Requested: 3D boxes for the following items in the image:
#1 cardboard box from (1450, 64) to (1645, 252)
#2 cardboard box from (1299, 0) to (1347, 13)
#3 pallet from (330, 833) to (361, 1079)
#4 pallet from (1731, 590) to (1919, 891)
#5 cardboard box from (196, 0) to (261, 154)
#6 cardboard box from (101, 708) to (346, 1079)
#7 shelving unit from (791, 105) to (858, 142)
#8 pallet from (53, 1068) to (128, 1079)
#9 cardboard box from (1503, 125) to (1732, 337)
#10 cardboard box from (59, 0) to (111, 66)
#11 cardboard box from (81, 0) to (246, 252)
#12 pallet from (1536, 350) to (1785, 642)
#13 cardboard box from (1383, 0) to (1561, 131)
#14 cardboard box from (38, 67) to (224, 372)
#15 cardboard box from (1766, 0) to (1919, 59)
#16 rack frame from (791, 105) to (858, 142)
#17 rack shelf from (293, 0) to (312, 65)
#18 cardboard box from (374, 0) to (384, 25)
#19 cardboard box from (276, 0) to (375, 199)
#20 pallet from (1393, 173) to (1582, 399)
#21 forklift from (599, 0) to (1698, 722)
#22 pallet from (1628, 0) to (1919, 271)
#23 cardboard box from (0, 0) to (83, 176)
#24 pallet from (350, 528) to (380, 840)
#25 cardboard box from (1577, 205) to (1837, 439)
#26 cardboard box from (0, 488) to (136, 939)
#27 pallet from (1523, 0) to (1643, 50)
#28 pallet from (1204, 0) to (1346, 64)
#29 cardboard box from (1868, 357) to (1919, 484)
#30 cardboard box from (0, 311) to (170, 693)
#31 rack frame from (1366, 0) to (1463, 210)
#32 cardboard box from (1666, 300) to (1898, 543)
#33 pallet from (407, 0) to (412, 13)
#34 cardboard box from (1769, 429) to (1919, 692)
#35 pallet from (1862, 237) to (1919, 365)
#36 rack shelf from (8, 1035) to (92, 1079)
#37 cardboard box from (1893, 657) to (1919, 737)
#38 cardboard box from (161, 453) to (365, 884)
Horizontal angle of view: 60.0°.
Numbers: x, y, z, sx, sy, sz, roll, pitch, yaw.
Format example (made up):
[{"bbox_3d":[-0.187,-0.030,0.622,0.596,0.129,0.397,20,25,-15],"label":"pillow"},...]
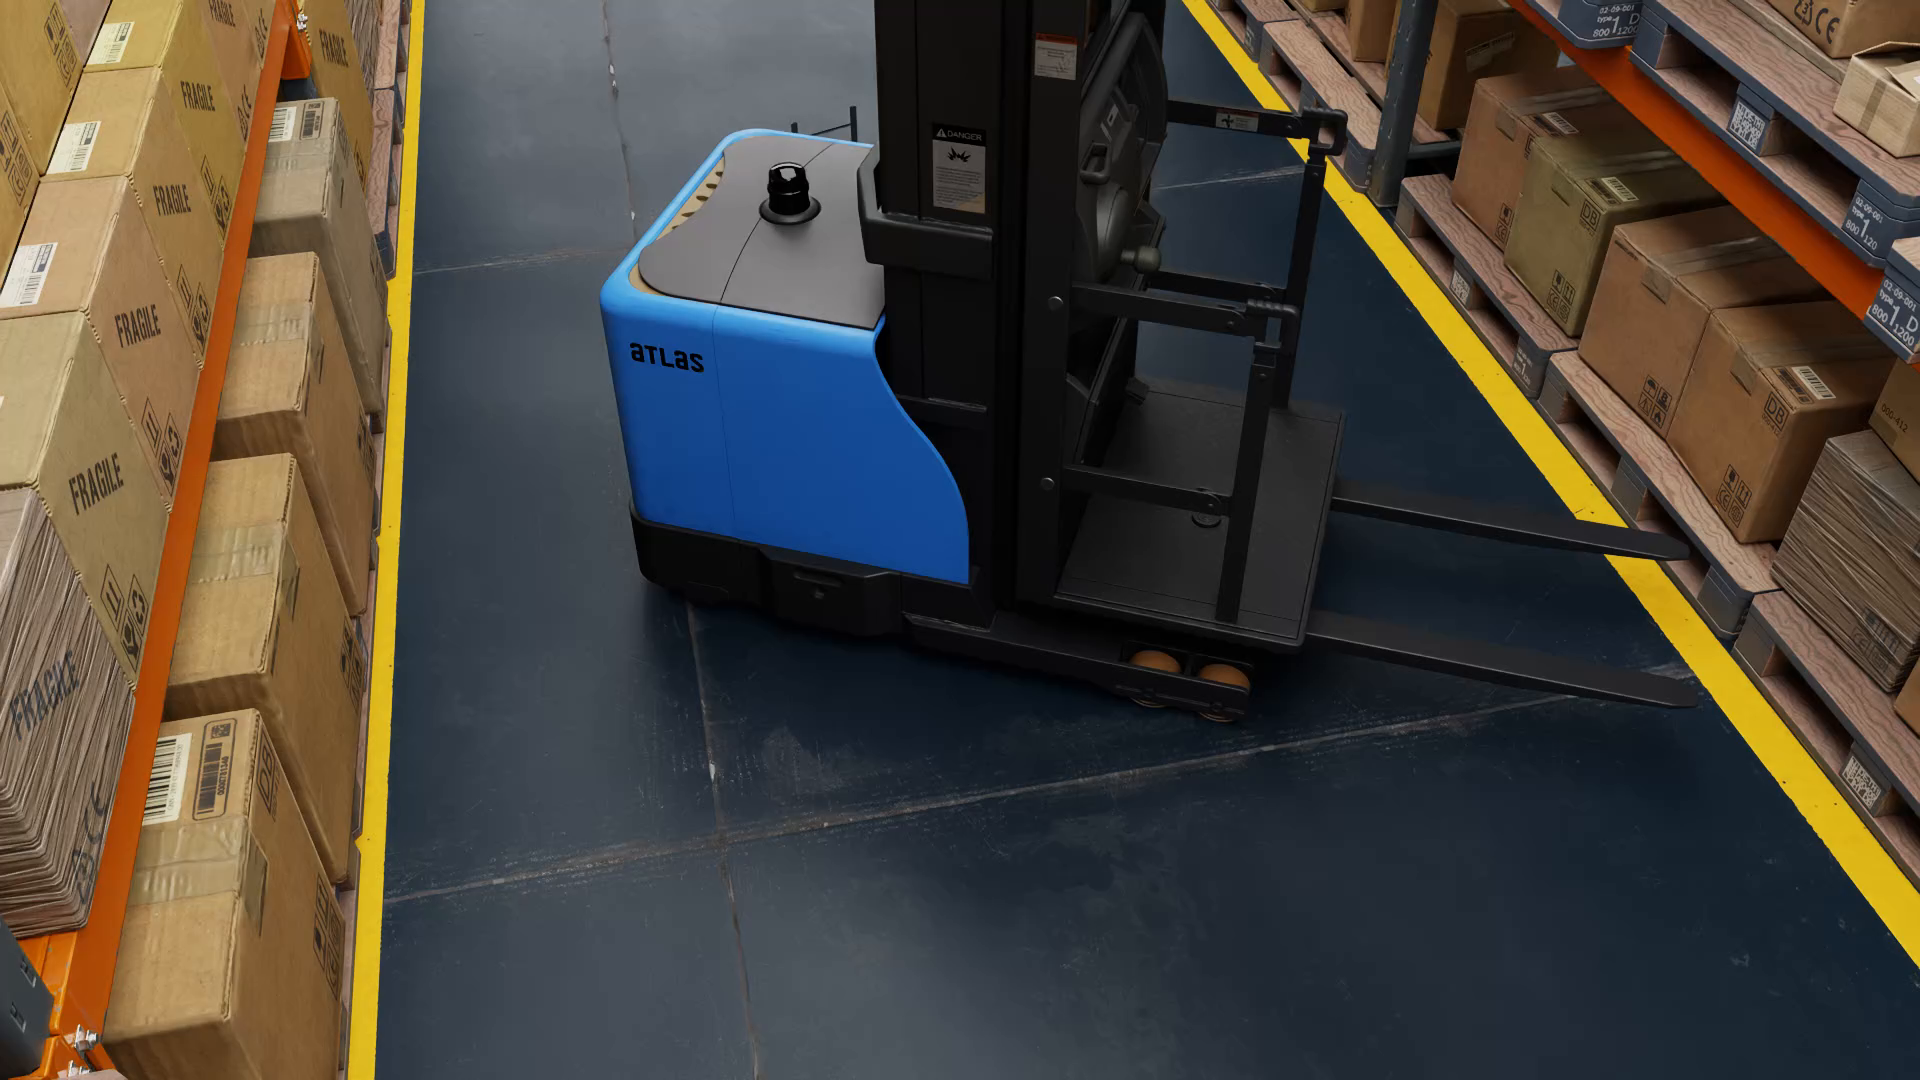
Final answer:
[{"bbox_3d":[2.286,-1.403,6.123,0.700,0.500,0.500,-11,43,-13],"label":"cardboard box"},{"bbox_3d":[1.785,-2.823,7.738,0.500,0.500,0.500,-12,43,-13],"label":"cardboard box"},{"bbox_3d":[-1.924,1.184,3.757,1.003,0.211,1.213,-8,42,-9],"label":"pallet"},{"bbox_3d":[10.684,1.291,3.636,15.783,0.211,6.755,-8,42,-9],"label":"pallet"},{"bbox_3d":[-2.208,-1.340,4.424,0.500,0.500,0.500,-9,42,-10],"label":"cardboard box"},{"bbox_3d":[-0.293,-1.175,5.324,5.455,1.239,5.693,-9,42,-10],"label":"cardboard box"},{"bbox_3d":[-6.681,-2.507,5.669,9.927,3.194,8.476,-22,46,-23],"label":"shelving unit"},{"bbox_3d":[-1.569,1.182,1.804,1.213,0.211,1.003,-8,42,-9],"label":"pallet"},{"bbox_3d":[2.370,-1.092,5.772,0.700,0.500,0.500,-9,42,-10],"label":"cardboard box"},{"bbox_3d":[-2.356,-1.359,3.693,0.700,0.500,0.500,-8,42,-9],"label":"cardboard box"},{"bbox_3d":[-2.099,-1.012,4.055,0.500,0.500,0.500,-8,42,-9],"label":"cardboard box"},{"bbox_3d":[2.611,-0.235,5.356,1.003,0.211,1.213,-8,42,-9],"label":"pallet"},{"bbox_3d":[2.127,-2.062,6.880,0.500,0.500,0.500,-10,42,-11],"label":"cardboard box"},{"bbox_3d":[-1.987,-0.683,3.685,0.500,0.500,0.500,-9,42,-10],"label":"cardboard box"},{"bbox_3d":[2.639,-1.660,4.466,0.797,0.503,0.637,-4,42,-5],"label":"cardboard box"},{"bbox_3d":[-0.449,-1.064,5.771,0.240,0.900,0.006,-22,46,-23],"label":"rack frame"},{"bbox_3d":[-3.122,-2.957,6.864,1.077,0.370,4.000,-8,42,-9],"label":"rack shelf"},{"bbox_3d":[-3.151,-2.885,7.524,0.875,0.875,0.875,-9,42,-10],"label":"cardboard box"},{"bbox_3d":[-2.758,-1.710,6.201,0.875,0.875,0.875,-8,42,-9],"label":"cardboard box"},{"bbox_3d":[2.344,-1.028,6.249,1.003,0.211,1.213,-8,42,-9],"label":"pallet"},{"bbox_3d":[3.773,-0.514,3.621,9.518,2.935,1.550,11,43,12],"label":"forklift"},{"bbox_3d":[2.570,-1.188,4.473,1.003,0.211,1.213,-8,42,-9],"label":"pallet"},{"bbox_3d":[-2.248,-1.032,3.324,0.700,0.500,0.500,-9,42,-10],"label":"cardboard box"},{"bbox_3d":[-2.184,0.395,4.646,1.003,0.211,1.213,-8,42,-9],"label":"pallet"},{"bbox_3d":[2.491,-0.729,5.363,0.700,0.500,0.500,-12,43,-13],"label":"cardboard box"},{"bbox_3d":[-1.661,0.296,2.582,0.500,0.500,0.500,-8,42,-9],"label":"cardboard box"},{"bbox_3d":[2.197,-1.987,5.373,1.003,0.211,1.213,-8,42,-9],"label":"pallet"},{"bbox_3d":[1.728,-2.755,8.194,1.003,0.211,1.213,-8,42,-9],"label":"pallet"},{"bbox_3d":[2.739,-0.265,4.275,0.500,0.250,0.500,-4,42,-4],"label":"cardboard box"},{"bbox_3d":[-1.773,-0.033,2.952,0.500,0.500,0.500,-9,42,-10],"label":"cardboard box"},{"bbox_3d":[2.174,-2.575,5.891,1.000,3.000,0.127,-8,42,-9],"label":"rack frame"},{"bbox_3d":[2.612,-0.367,4.956,0.700,0.500,0.500,-5,42,-6],"label":"cardboard box"},{"bbox_3d":[-3.305,-2.972,8.440,1.003,0.211,1.213,-8,42,-9],"label":"pallet"},{"bbox_3d":[2.741,-0.001,4.543,0.700,0.500,0.500,-12,43,-13],"label":"cardboard box"},{"bbox_3d":[2.780,-0.357,3.537,1.213,0.211,1.003,-8,42,-9],"label":"pallet"},{"bbox_3d":[-1.396,2.229,1.022,1.077,0.370,4.000,-8,42,-9],"label":"rack shelf"},{"bbox_3d":[2.873,0.357,4.140,0.700,0.500,0.500,-10,43,-12],"label":"cardboard box"},{"bbox_3d":[-2.063,0.374,3.948,1.050,0.750,0.750,-8,42,-9],"label":"cardboard box"}]
